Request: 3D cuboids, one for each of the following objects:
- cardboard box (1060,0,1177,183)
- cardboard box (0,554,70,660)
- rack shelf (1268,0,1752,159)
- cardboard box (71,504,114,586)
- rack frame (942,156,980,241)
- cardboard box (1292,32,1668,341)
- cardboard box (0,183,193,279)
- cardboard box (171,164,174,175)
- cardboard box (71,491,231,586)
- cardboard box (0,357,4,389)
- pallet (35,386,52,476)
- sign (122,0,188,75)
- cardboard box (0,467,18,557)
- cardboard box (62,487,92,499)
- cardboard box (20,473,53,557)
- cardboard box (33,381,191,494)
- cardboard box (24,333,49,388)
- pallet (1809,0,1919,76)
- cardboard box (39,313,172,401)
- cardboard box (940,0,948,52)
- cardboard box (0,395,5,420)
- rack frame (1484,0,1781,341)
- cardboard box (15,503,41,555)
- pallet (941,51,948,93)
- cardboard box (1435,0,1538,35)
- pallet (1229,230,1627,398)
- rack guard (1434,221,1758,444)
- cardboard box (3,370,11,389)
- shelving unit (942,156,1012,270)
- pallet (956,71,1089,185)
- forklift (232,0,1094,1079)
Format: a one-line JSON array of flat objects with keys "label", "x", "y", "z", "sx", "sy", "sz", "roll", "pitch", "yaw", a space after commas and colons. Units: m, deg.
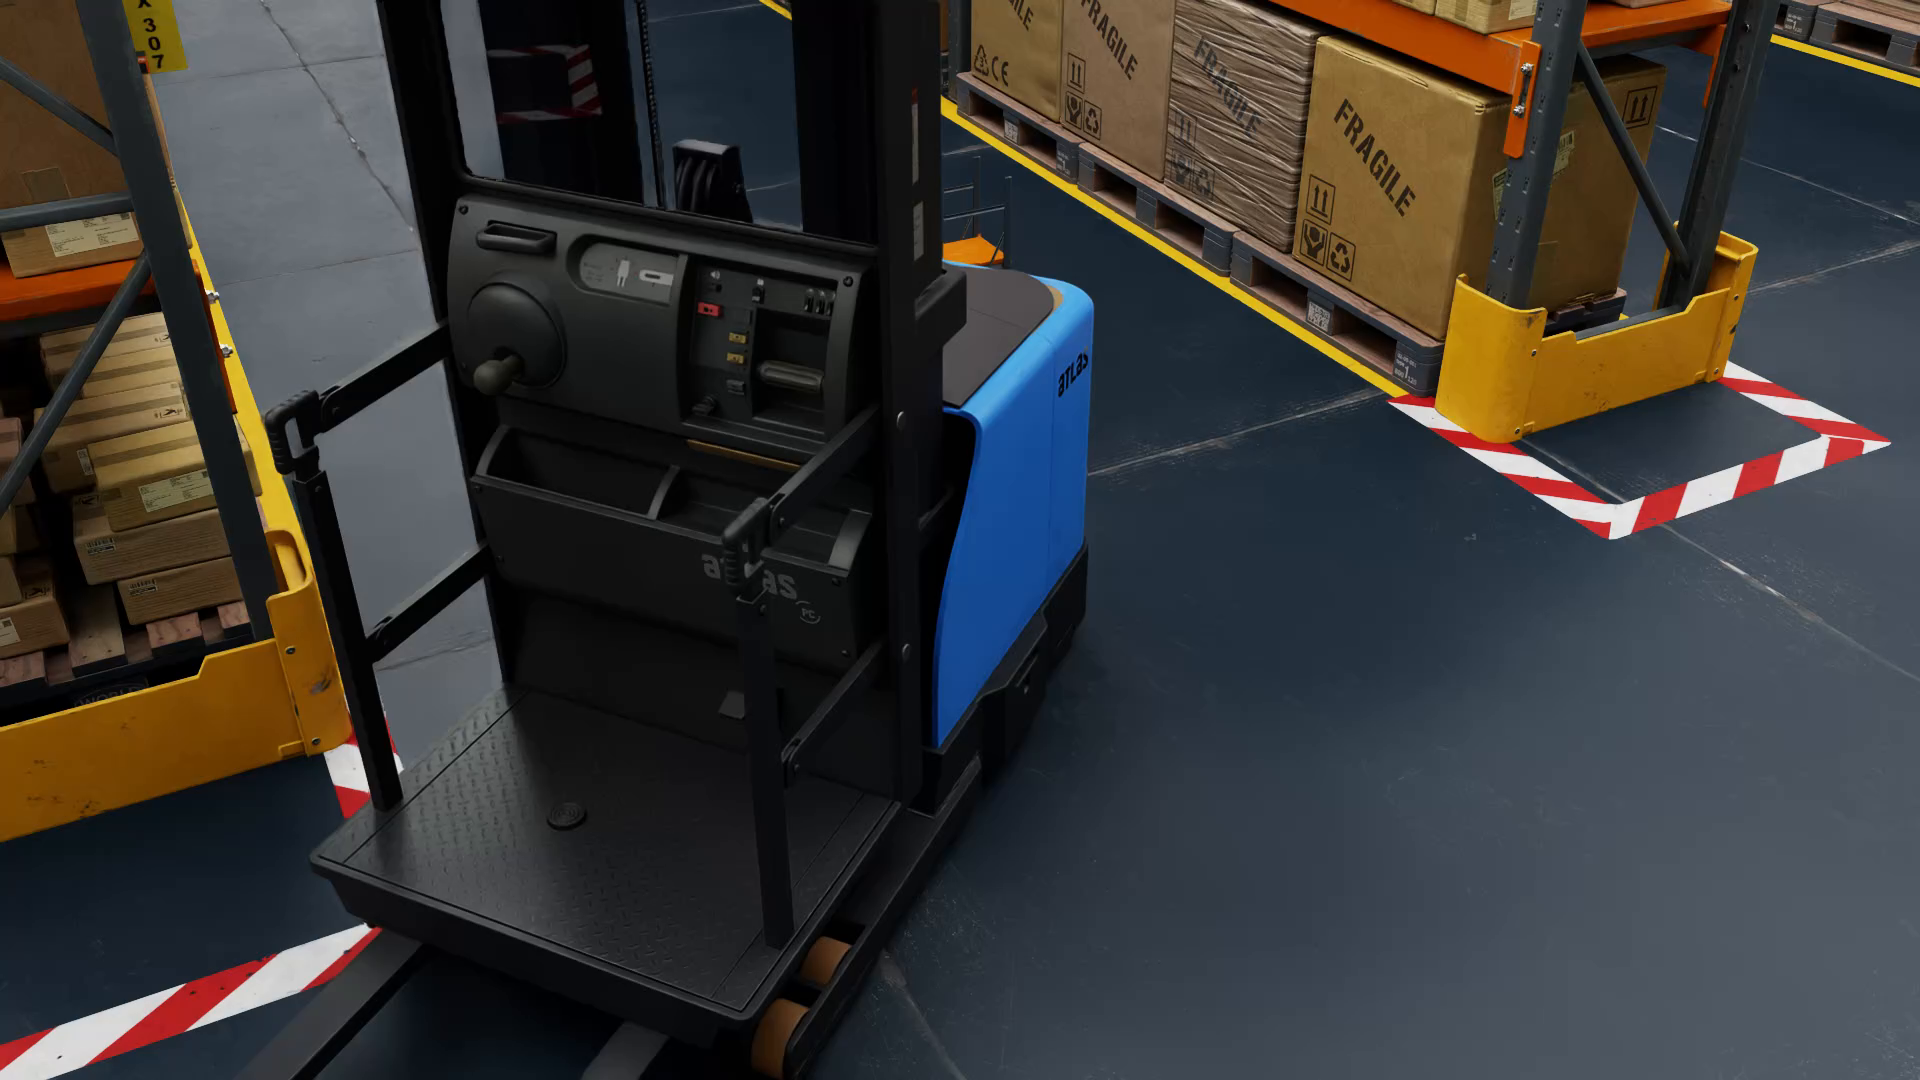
[{"label": "cardboard box", "x": 1.063, "y": -2.250, "z": 7.562, "sx": 0.875, "sy": 0.875, "sz": 0.875, "roll": -16, "pitch": 36, "yaw": -23}, {"label": "cardboard box", "x": -2.593, "y": 0.200, "z": 4.410, "sx": 0.380, "sy": 0.149, "sz": 0.250, "roll": -15, "pitch": 36, "yaw": -22}, {"label": "rack shelf", "x": 1.339, "y": -2.475, "z": 7.000, "sx": 1.077, "sy": 0.370, "sz": 4.000, "roll": -16, "pitch": 36, "yaw": -23}, {"label": "cardboard box", "x": -2.319, "y": -0.036, "z": 4.779, "sx": 0.380, "sy": 0.149, "sz": 0.250, "roll": -16, "pitch": 36, "yaw": -23}, {"label": "rack frame", "x": -0.049, "y": -0.556, "z": 5.005, "sx": 0.240, "sy": 1.200, "sz": 0.006, "roll": -16, "pitch": 36, "yaw": -23}, {"label": "cardboard box", "x": 1.902, "y": -1.391, "z": 6.221, "sx": 0.875, "sy": 0.875, "sz": 0.875, "roll": -16, "pitch": 36, "yaw": -23}, {"label": "cardboard box", "x": -2.024, "y": -0.756, "z": 3.882, "sx": 0.380, "sy": 0.149, "sz": 0.250, "roll": -16, "pitch": 36, "yaw": -23}, {"label": "cardboard box", "x": -2.258, "y": -1.009, "z": 4.277, "sx": 0.380, "sy": 0.149, "sz": 0.250, "roll": -17, "pitch": 36, "yaw": -24}, {"label": "cardboard box", "x": -2.181, "y": -0.041, "z": 4.511, "sx": 0.380, "sy": 0.149, "sz": 0.250, "roll": -14, "pitch": 35, "yaw": -21}, {"label": "cardboard box", "x": -3.262, "y": -0.525, "z": 5.266, "sx": 0.380, "sy": 0.149, "sz": 0.250, "roll": -14, "pitch": 35, "yaw": -21}, {"label": "pallet", "x": -3.111, "y": -0.465, "z": 5.780, "sx": 1.003, "sy": 0.211, "sz": 1.213, "roll": -16, "pitch": 36, "yaw": -23}, {"label": "sign", "x": -1.683, "y": -1.125, "z": 3.424, "sx": 0.100, "sy": 0.325, "sz": 0.005, "roll": -16, "pitch": 36, "yaw": -23}, {"label": "cardboard box", "x": -2.634, "y": -0.040, "z": 4.234, "sx": 0.380, "sy": 0.149, "sz": 0.250, "roll": -15, "pitch": 36, "yaw": -23}, {"label": "cardboard box", "x": -2.451, "y": -0.280, "z": 4.884, "sx": 0.380, "sy": 0.149, "sz": 0.250, "roll": -15, "pitch": 36, "yaw": -23}, {"label": "cardboard box", "x": -2.850, "y": -0.045, "z": 4.792, "sx": 0.380, "sy": 0.149, "sz": 0.250, "roll": -16, "pitch": 36, "yaw": -23}, {"label": "cardboard box", "x": -2.342, "y": -0.288, "z": 4.621, "sx": 0.380, "sy": 0.149, "sz": 0.250, "roll": -15, "pitch": 36, "yaw": -22}, {"label": "cardboard box", "x": -2.845, "y": -0.652, "z": 5.464, "sx": 0.380, "sy": 0.149, "sz": 0.250, "roll": -14, "pitch": 35, "yaw": -21}, {"label": "pallet", "x": 5.738, "y": -2.880, "z": 9.550, "sx": 1.003, "sy": 0.211, "sz": 1.213, "roll": -16, "pitch": 36, "yaw": -23}, {"label": "cardboard box", "x": -2.535, "y": -0.538, "z": 5.011, "sx": 0.380, "sy": 0.149, "sz": 0.250, "roll": -18, "pitch": 37, "yaw": -25}, {"label": "cardboard box", "x": 0.090, "y": -3.315, "z": 9.224, "sx": 1.225, "sy": 0.875, "sz": 0.875, "roll": -16, "pitch": 36, "yaw": -23}, {"label": "cardboard box", "x": -2.999, "y": -0.406, "z": 4.805, "sx": 0.380, "sy": 0.149, "sz": 0.250, "roll": -17, "pitch": 37, "yaw": -25}, {"label": "rack frame", "x": 2.272, "y": -1.824, "z": 5.316, "sx": 1.000, "sy": 3.000, "sz": 0.127, "roll": -16, "pitch": 36, "yaw": -23}, {"label": "cardboard box", "x": -2.736, "y": -0.044, "z": 4.517, "sx": 0.380, "sy": 0.149, "sz": 0.250, "roll": -17, "pitch": 36, "yaw": -24}, {"label": "pallet", "x": -0.020, "y": -2.908, "z": 9.593, "sx": 1.003, "sy": 0.211, "sz": 1.213, "roll": -16, "pitch": 36, "yaw": -23}, {"label": "cardboard box", "x": 1.814, "y": -1.805, "z": 5.520, "sx": 0.380, "sy": 0.149, "sz": 0.250, "roll": -15, "pitch": 36, "yaw": -22}, {"label": "pallet", "x": 1.830, "y": -1.011, "z": 6.633, "sx": 1.003, "sy": 0.211, "sz": 1.213, "roll": -16, "pitch": 36, "yaw": -23}, {"label": "rack guard", "x": 2.283, "y": -0.760, "z": 5.972, "sx": 1.175, "sy": 0.500, "sz": 0.348, "roll": -16, "pitch": 36, "yaw": -23}, {"label": "cardboard box", "x": -3.260, "y": -0.401, "z": 5.348, "sx": 0.380, "sy": 0.149, "sz": 0.250, "roll": -15, "pitch": 36, "yaw": -22}, {"label": "shelving unit", "x": -0.007, "y": -0.512, "z": 4.937, "sx": 0.258, "sy": 1.200, "sz": 0.189, "roll": -16, "pitch": 36, "yaw": -23}, {"label": "pallet", "x": 0.692, "y": -2.176, "z": 8.451, "sx": 1.003, "sy": 0.211, "sz": 1.213, "roll": -16, "pitch": 36, "yaw": -23}, {"label": "forklift", "x": -0.704, "y": -0.370, "z": 3.111, "sx": 1.130, "sy": 2.935, "sz": 3.031, "roll": 14, "pitch": 35, "yaw": 20}]
